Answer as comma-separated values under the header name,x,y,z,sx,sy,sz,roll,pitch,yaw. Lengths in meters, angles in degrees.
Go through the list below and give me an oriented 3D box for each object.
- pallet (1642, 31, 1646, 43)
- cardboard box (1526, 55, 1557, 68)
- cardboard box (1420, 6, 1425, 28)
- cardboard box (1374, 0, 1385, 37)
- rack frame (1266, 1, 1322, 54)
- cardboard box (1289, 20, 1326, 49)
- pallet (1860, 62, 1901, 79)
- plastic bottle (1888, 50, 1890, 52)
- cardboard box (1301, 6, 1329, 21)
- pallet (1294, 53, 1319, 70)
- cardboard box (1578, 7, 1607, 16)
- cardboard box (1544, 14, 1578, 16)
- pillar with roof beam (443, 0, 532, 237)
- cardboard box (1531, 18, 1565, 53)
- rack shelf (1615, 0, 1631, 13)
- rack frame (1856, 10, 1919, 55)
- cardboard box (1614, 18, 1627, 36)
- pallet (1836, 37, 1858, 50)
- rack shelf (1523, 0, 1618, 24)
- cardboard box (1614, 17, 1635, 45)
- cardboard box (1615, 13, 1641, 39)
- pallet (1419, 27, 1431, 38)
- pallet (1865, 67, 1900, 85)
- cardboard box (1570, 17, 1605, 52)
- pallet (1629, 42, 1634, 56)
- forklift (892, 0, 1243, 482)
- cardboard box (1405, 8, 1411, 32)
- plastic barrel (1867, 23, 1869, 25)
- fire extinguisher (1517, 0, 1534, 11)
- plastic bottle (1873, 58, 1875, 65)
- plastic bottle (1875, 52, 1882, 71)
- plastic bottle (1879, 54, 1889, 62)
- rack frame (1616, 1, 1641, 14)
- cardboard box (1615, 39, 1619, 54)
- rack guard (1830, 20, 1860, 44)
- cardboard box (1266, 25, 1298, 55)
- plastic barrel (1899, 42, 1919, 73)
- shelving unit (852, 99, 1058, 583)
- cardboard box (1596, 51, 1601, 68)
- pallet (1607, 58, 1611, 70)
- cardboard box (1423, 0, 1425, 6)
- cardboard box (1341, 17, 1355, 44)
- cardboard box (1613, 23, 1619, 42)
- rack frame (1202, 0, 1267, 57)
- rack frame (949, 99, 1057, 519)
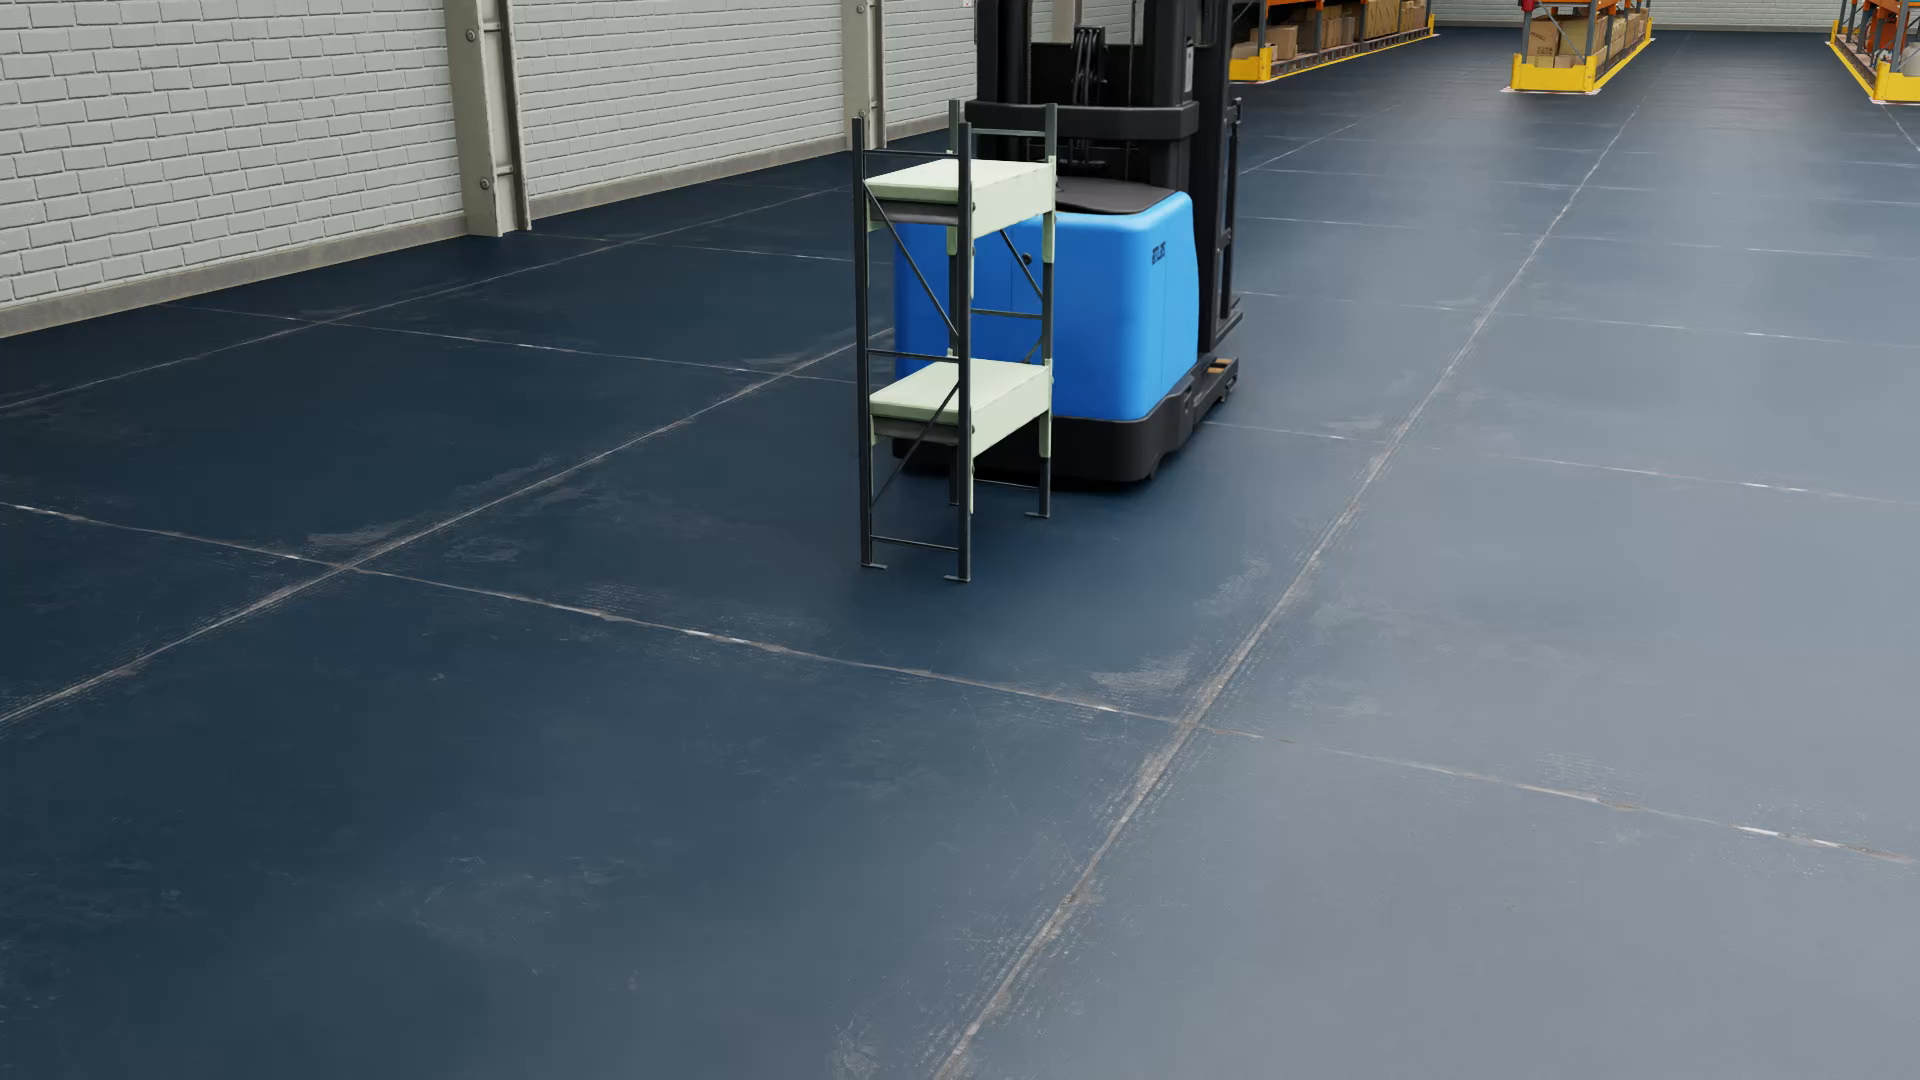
name,x,y,z,sx,sy,sz,roll,pitch,yaw
pallet,15.129,-11.529,38.072,1.003,0.211,1.213,9,21,23
cardboard box,8.884,-7.326,25.568,0.500,0.250,0.500,9,21,23
cardboard box,10.770,-12.581,39.972,0.700,0.500,0.500,9,21,23
cardboard box,8.474,-11.002,35.009,0.750,0.750,0.750,8,21,22
rack frame,6.051,-10.120,29.949,1.000,3.000,0.127,9,21,23
cardboard box,6.503,-9.542,31.397,0.700,0.500,0.500,8,21,22
pallet,15.376,-7.692,27.284,1.003,0.211,1.213,9,21,23
plastic bottle,14.549,-7.534,26.074,0.061,0.283,0.133,9,21,23
cardboard box,6.724,-10.025,31.636,0.500,0.250,0.500,8,21,21
pallet,5.808,-8.596,29.825,1.003,0.211,1.213,9,21,23
cardboard box,12.398,-10.383,32.643,0.500,0.250,0.500,9,22,25
cardboard box,10.096,-8.599,28.028,0.500,0.500,0.500,9,21,23
pillar with roof beam,0.467,-5.964,9.308,9.100,9.000,0.400,9,21,23
cardboard box,9.278,-7.987,26.308,0.500,0.500,0.500,9,21,23
rack shelf,11.391,-9.714,29.881,1.077,0.370,4.000,9,21,23
rack frame,16.727,-9.984,29.565,1.000,3.000,0.127,9,21,23
cardboard box,12.220,-9.637,31.230,0.500,0.311,0.500,9,22,24
pallet,19.129,-10.497,35.170,1.003,0.211,1.213,9,21,23
rack shelf,9.753,-8.491,26.442,1.077,0.370,4.000,9,21,23
cardboard box,13.076,-10.107,32.987,0.500,0.500,0.500,8,21,22
cardboard box,13.907,-10.727,34.728,0.500,0.500,0.500,8,21,22
pallet,10.709,-12.220,40.014,1.003,0.211,1.213,9,21,23
pallet,14.776,-7.247,26.033,1.003,0.211,1.213,9,21,23
cardboard box,9.973,-8.066,26.531,0.500,0.500,0.500,9,21,23
pallet,13.051,-9.945,33.619,1.003,0.211,1.213,9,21,23
forklift,0.696,-2.062,7.392,1.130,2.935,3.031,7,21,18
cardboard box,9.936,-11.954,38.208,0.700,0.500,0.500,8,21,22
plastic barrel,17.524,-9.691,31.829,0.421,0.512,0.421,0,20,0
fire extinguisher,8.462,-8.210,24.693,0.296,0.674,0.183,9,21,23
plastic bottle,14.476,-7.550,26.242,0.097,0.201,0.097,0,20,0
plastic bottle,14.197,-7.396,25.686,0.061,0.283,0.133,10,22,25
plastic bottle,13.989,-7.199,25.144,0.152,0.276,0.135,8,21,21
rack frame,13.848,-11.887,34.918,1.000,3.000,0.127,9,21,23
cardboard box,11.592,-8.904,30.005,0.500,0.250,0.500,9,21,24
rack guard,20.001,-11.261,36.886,1.175,0.500,0.348,9,21,23
cardboard box,5.663,-8.827,29.387,0.500,0.500,0.500,7,21,19
plastic barrel,13.856,-6.929,24.061,0.421,0.512,0.421,0,20,0
shelving unit,-0.003,-0.705,5.712,0.431,1.500,0.755,9,21,23
cardboard box,9.972,-7.713,26.657,0.500,0.250,0.500,9,21,23
pallet,10.838,-8.358,29.157,1.003,0.211,1.213,9,21,23
cardboard box,10.883,-12.822,39.683,0.380,0.149,0.250,8,21,22
cardboard box,7.442,-10.145,33.093,0.700,0.500,0.500,9,21,23
cardboard box,11.389,-9.011,29.470,0.500,0.311,0.500,8,21,21
rack frame,4.413,-8.897,26.511,1.000,3.000,0.127,9,21,23
rack frame,0.147,-0.816,6.026,0.400,1.500,0.023,9,21,23
